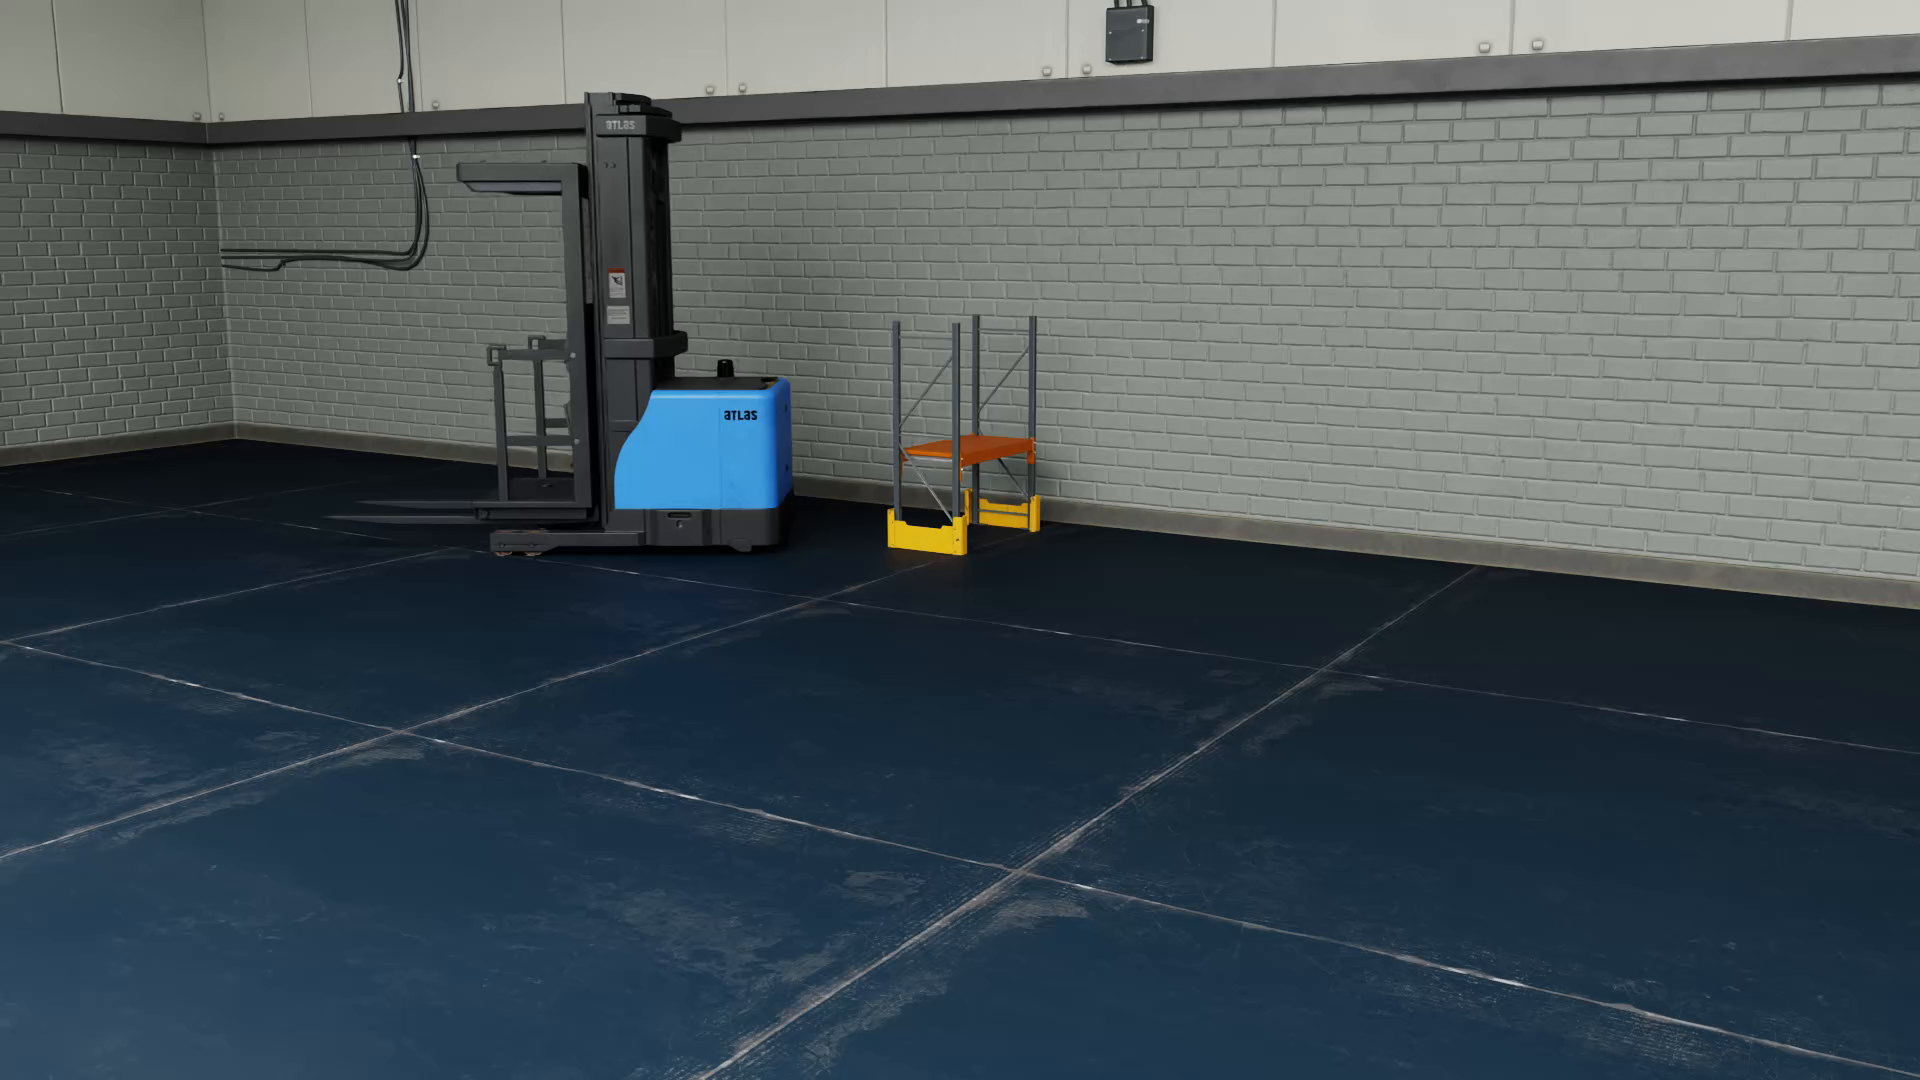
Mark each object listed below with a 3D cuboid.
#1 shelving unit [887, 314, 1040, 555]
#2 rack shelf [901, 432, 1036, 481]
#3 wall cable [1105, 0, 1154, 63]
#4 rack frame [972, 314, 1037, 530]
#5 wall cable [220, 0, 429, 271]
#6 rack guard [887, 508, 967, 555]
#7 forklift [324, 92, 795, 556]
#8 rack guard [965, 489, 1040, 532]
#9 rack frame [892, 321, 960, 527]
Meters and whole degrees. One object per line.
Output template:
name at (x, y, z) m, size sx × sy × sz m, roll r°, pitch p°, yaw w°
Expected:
shelving unit at (0.040, -0.749, 11.295) m, size 0.587 × 1.500 × 1.083 m, roll 6°, pitch 12°, yaw 31°
rack shelf at (0.044, -0.574, 11.335) m, size 0.538 × 0.185 × 1.000 m, roll 6°, pitch 12°, yaw 31°
wall cable at (1.984, -6.073, 10.112) m, size 2.305 × 6.003 × 0.169 m, roll 6°, pitch 12°, yaw 31°
rack frame at (0.308, -0.831, 11.729) m, size 0.500 × 1.500 × 0.032 m, roll 6°, pitch 12°, yaw 31°
wall cable at (-6.121, -3.785, 15.569) m, size 3.097 × 2.526 × 0.112 m, roll 6°, pitch 12°, yaw 31°
rack guard at (-0.219, -0.057, 10.991) m, size 0.587 × 0.250 × 0.087 m, roll 6°, pitch 12°, yaw 31°
forklift at (-2.681, -1.432, 11.052) m, size 3.031 × 2.935 × 1.130 m, roll 0°, pitch 11°, yaw 0°
rack guard at (0.298, -0.213, 11.828) m, size 0.587 × 0.250 × 0.087 m, roll 6°, pitch 12°, yaw 31°
rack frame at (-0.220, -0.671, 10.875) m, size 0.500 × 1.500 × 0.032 m, roll 6°, pitch 12°, yaw 31°
